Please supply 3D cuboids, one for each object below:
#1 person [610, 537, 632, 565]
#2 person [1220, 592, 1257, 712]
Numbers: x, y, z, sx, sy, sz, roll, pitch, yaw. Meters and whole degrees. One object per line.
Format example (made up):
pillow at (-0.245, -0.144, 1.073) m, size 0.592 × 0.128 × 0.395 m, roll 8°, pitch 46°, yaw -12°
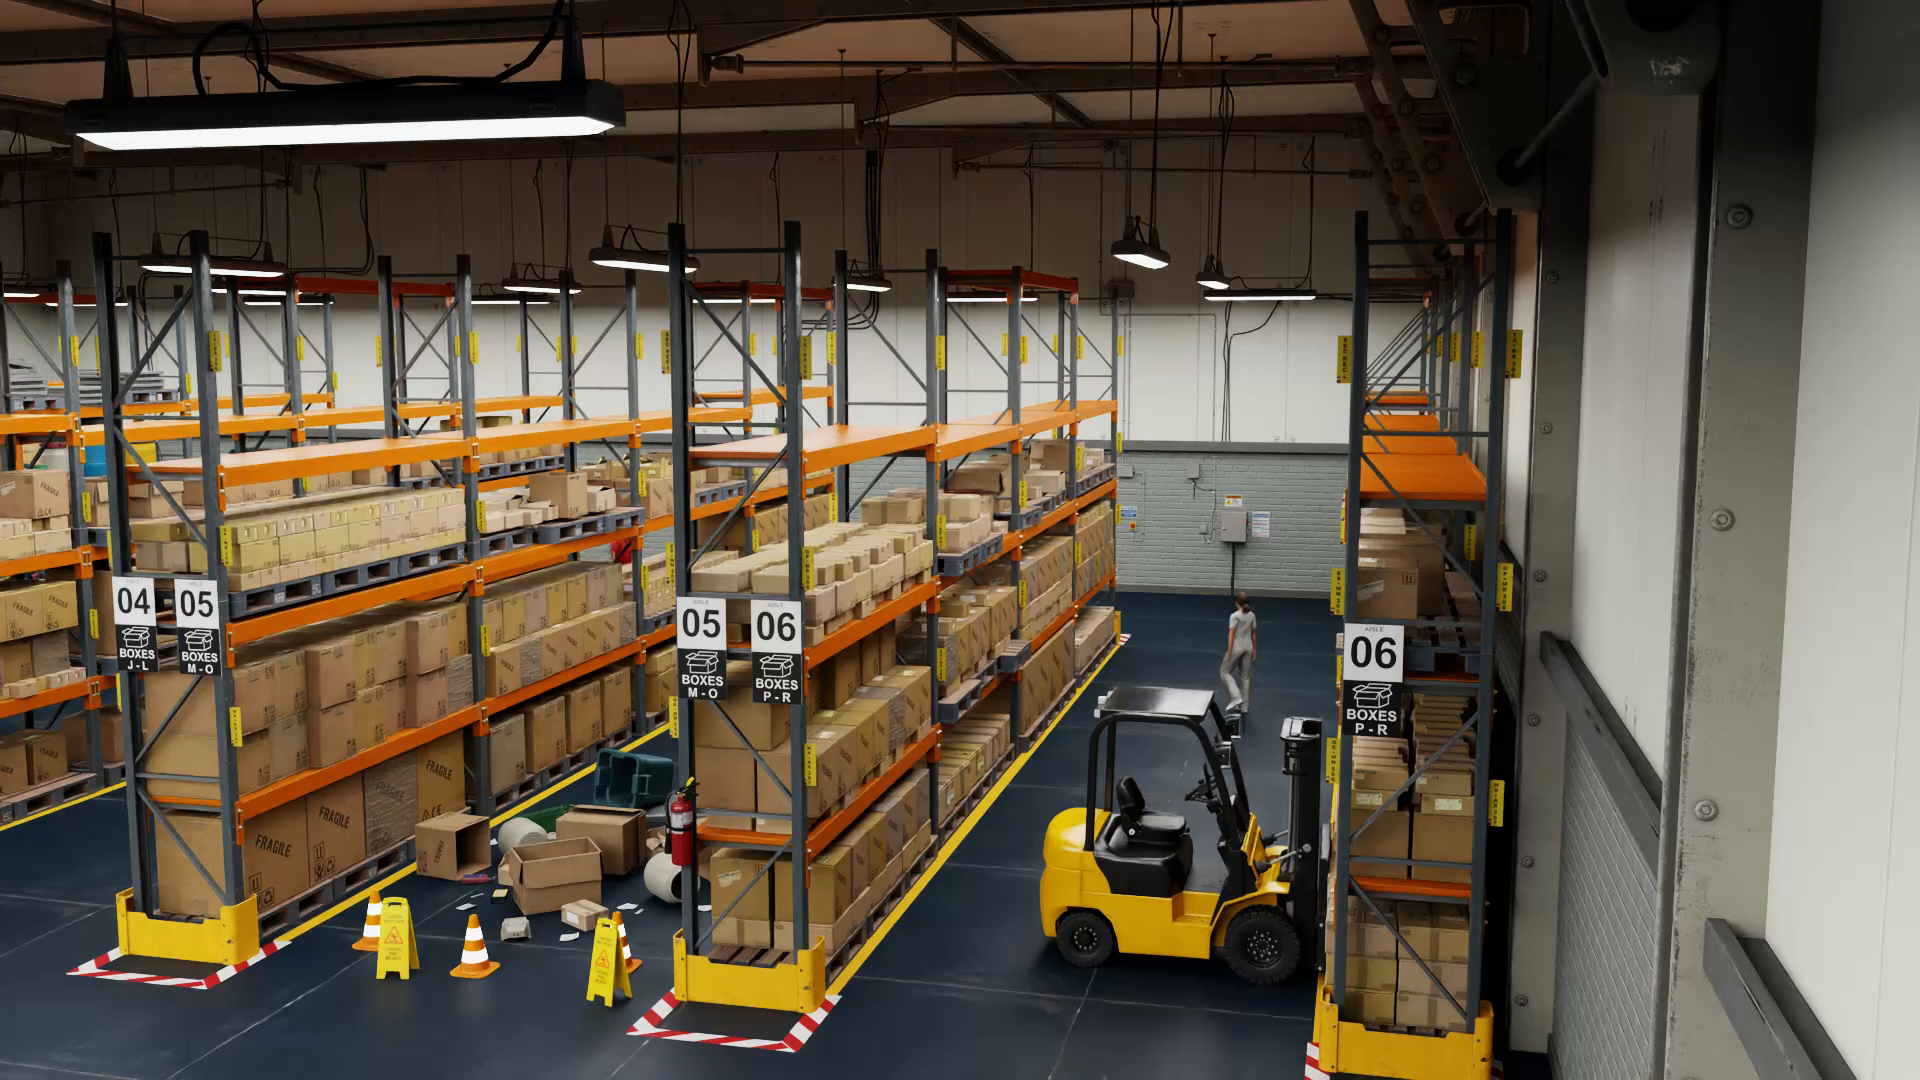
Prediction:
person at (-6.475, 0.511, 31.491) m, size 0.716 × 1.659 × 0.681 m, roll 3°, pitch 8°, yaw 26°
person at (3.882, 1.548, 22.922) m, size 0.495 × 1.670 × 0.465 m, roll -3°, pitch 8°, yaw -24°
